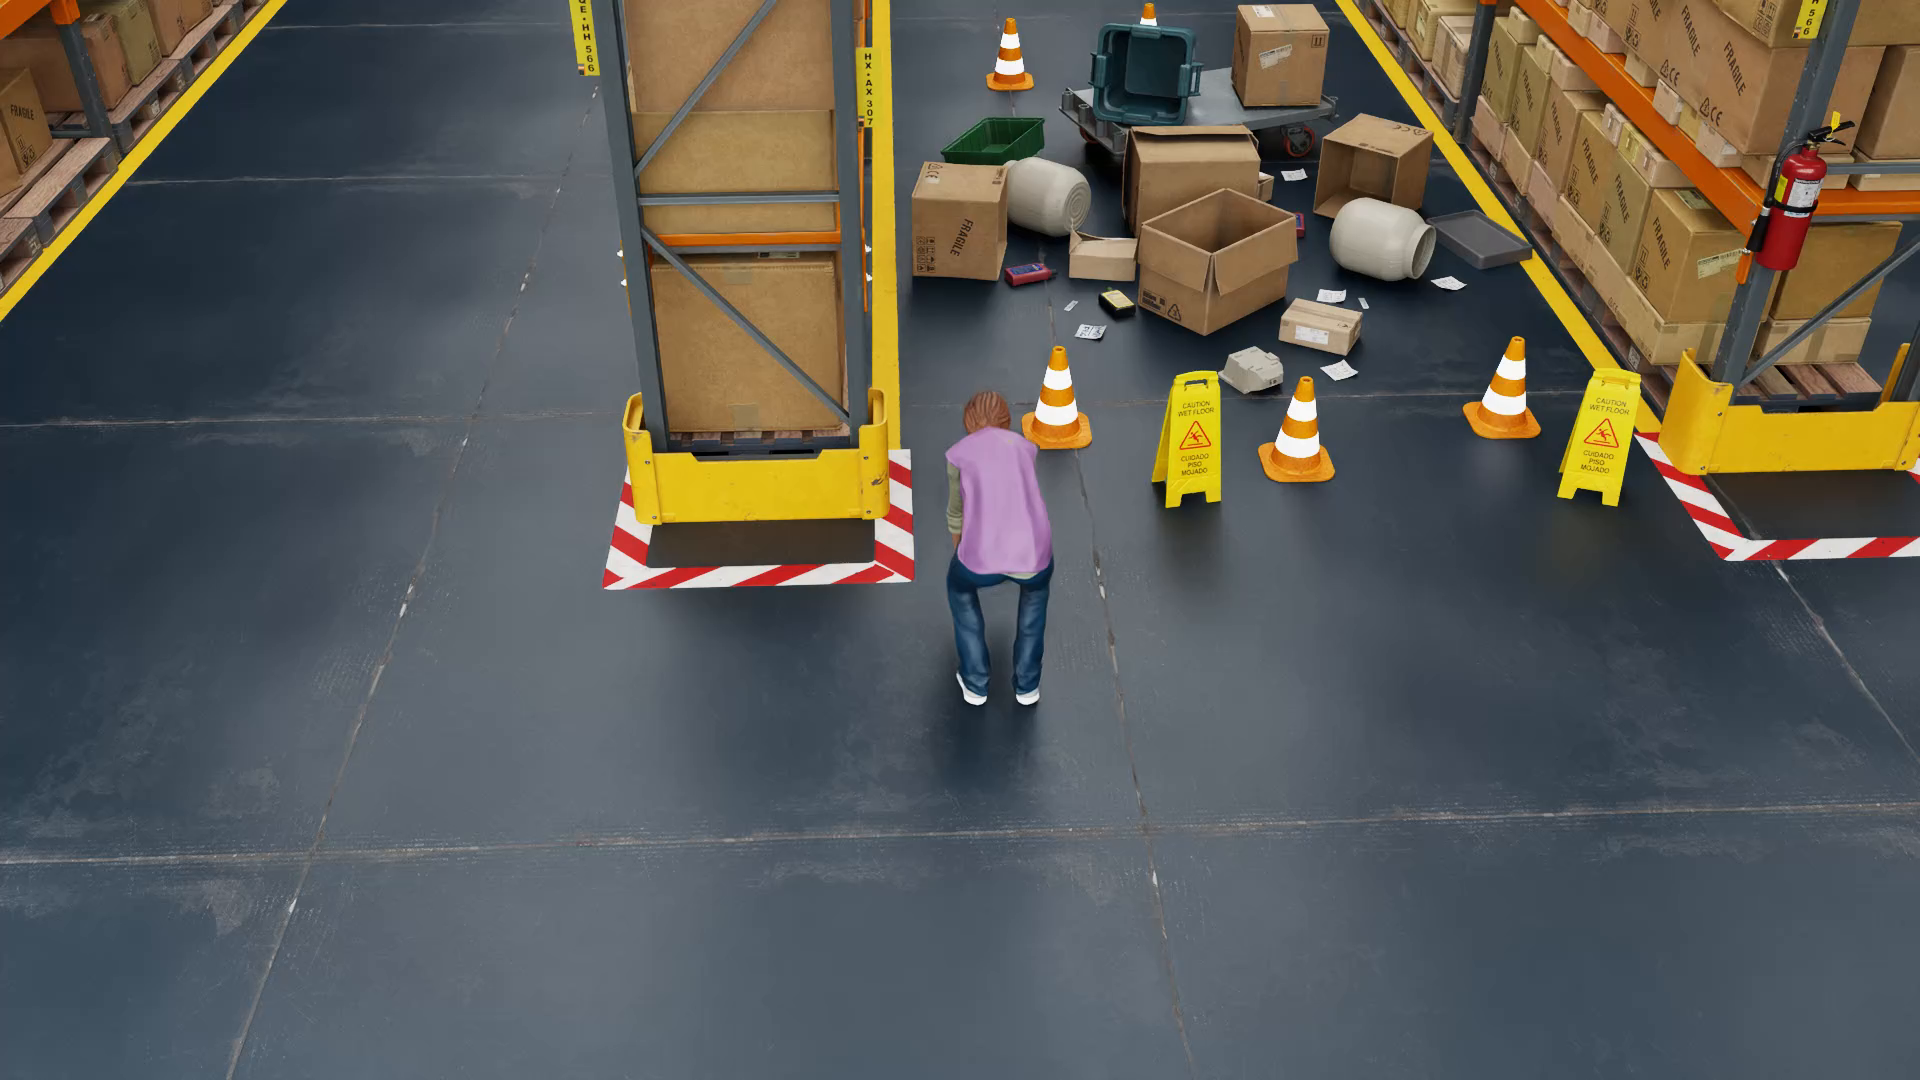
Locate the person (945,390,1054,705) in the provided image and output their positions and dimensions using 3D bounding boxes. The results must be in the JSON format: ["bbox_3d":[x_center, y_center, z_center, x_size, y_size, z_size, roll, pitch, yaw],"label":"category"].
[{"bbox_3d":[0.144,0.055,6.525,0.408,1.078,0.850,-3,36,-4],"label":"person"}]
